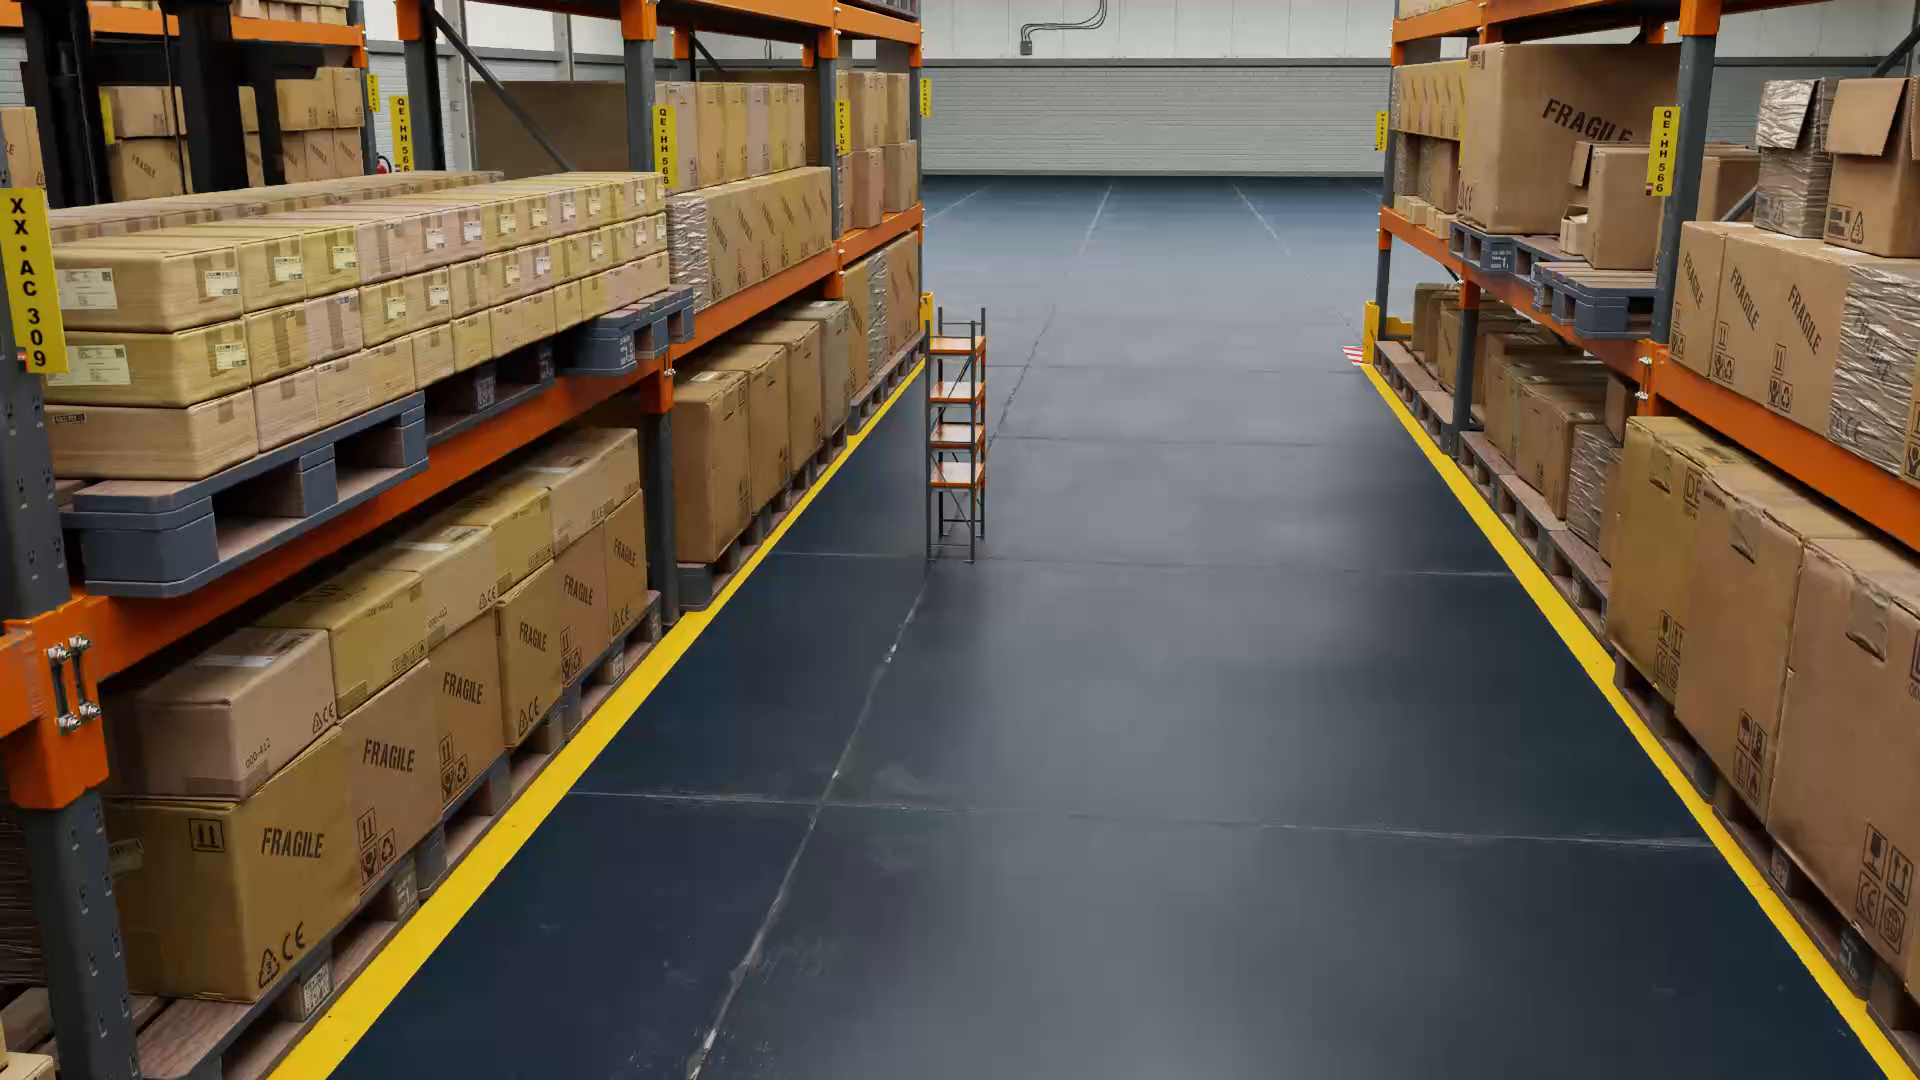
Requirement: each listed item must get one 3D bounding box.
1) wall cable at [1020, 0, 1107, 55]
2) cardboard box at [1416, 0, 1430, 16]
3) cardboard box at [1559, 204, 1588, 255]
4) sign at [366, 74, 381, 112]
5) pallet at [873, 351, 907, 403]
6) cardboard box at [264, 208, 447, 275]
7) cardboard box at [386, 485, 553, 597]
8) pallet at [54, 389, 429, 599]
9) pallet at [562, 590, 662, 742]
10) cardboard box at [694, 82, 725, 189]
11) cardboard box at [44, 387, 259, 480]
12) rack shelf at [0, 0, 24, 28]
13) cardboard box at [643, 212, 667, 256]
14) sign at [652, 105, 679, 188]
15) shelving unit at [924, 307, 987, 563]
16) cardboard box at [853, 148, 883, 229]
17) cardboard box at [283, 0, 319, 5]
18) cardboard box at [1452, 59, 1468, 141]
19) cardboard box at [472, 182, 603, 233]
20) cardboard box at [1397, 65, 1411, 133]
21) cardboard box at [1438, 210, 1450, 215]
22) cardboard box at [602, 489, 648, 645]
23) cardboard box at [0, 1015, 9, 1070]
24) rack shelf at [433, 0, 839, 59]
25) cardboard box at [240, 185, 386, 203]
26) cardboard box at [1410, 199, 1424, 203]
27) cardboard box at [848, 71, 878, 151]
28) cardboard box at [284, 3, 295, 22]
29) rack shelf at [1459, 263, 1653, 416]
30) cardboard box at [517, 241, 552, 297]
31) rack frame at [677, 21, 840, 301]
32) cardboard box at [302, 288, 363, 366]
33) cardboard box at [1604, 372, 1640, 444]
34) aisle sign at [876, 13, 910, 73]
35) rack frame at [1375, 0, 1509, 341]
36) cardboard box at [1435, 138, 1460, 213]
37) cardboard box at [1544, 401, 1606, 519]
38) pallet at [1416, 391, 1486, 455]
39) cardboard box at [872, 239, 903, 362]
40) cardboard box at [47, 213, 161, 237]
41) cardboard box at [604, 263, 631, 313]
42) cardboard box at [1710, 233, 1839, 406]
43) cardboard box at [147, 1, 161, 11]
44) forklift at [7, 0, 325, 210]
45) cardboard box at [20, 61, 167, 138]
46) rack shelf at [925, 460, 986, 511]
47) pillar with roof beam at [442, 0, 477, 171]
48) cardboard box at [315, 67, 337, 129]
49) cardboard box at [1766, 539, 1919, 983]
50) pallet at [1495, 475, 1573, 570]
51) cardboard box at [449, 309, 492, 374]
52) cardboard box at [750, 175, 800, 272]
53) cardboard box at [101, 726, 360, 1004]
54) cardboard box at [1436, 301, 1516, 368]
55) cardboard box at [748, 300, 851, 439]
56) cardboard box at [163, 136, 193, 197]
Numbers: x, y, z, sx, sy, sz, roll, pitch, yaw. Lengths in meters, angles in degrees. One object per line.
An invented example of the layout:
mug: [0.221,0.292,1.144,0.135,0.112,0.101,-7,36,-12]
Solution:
wall cable: [2.787,-16.038,44.219,2.305,6.003,0.169,2,15,6]
cardboard box: [3.655,-3.991,12.215,0.500,0.250,0.500,2,15,6]
cardboard box: [3.095,-1.498,7.910,0.396,0.266,0.258,1,15,5]
sign: [-5.220,-3.977,14.799,0.100,0.325,0.005,2,15,6]
pallet: [-0.992,-1.296,13.050,1.003,0.211,1.213,2,15,6]
cardboard box: [-1.576,-0.782,4.345,0.380,0.149,0.250,2,15,6]
cardboard box: [-1.677,-0.003,5.473,0.500,0.250,0.500,2,15,8]
pallet: [-1.962,-0.156,3.861,1.003,0.211,1.213,2,15,6]
pallet: [-1.831,0.456,6.570,1.003,0.211,1.213,2,15,6]
cardboard box: [-1.570,-2.004,8.219,0.700,0.500,0.500,1,15,5]
cardboard box: [-1.692,-0.225,3.424,0.380,0.149,0.250,1,15,4]
rack shelf: [-6.446,-2.831,9.018,1.077,0.370,4.000,2,15,6]
cardboard box: [-1.345,-1.176,6.371,0.380,0.149,0.250,2,15,7]
sign: [-1.201,-1.600,6.764,0.100,0.325,0.005,2,15,6]
shelving unit: [-0.019,-0.536,8.347,0.258,1.200,0.503,2,15,6]
cardboard box: [-1.043,-2.578,12.163,0.875,0.550,0.550,2,15,6]
cardboard box: [-5.630,-4.535,13.659,0.500,0.250,0.500,1,15,5]
cardboard box: [3.404,-2.757,10.434,0.500,0.500,0.500,2,15,6]
cardboard box: [-1.428,-1.118,5.587,0.380,0.149,0.250,2,15,8]
cardboard box: [3.682,-3.405,12.832,0.500,0.500,0.500,2,15,6]
cardboard box: [3.549,-2.223,11.619,0.380,0.149,0.250,2,15,6]
cardboard box: [-1.556,0.090,6.567,0.500,0.500,0.500,2,15,6]
cardboard box: [-1.974,0.931,2.989,0.380,0.149,0.250,2,15,8]
rack shelf: [-1.516,-2.712,8.576,1.077,0.370,4.000,2,15,6]
cardboard box: [-2.105,-1.075,5.427,0.380,0.149,0.250,2,15,9]
cardboard box: [3.676,-2.548,12.820,0.380,0.149,0.250,2,15,6]
cardboard box: [-1.070,-3.100,12.025,0.875,0.550,0.550,2,15,6]
cardboard box: [-5.685,-4.316,13.610,0.380,0.149,0.250,2,15,7]
rack shelf: [3.401,-1.092,8.330,1.077,0.370,4.000,2,15,6]
cardboard box: [-1.488,-0.841,5.134,0.380,0.149,0.250,2,15,8]
rack frame: [-1.290,-2.130,10.792,1.000,3.000,0.127,2,15,6]
cardboard box: [-1.636,-0.503,3.882,0.380,0.149,0.250,2,15,8]
cardboard box: [3.271,-0.600,7.645,0.500,0.250,0.500,3,16,13]
aisle sign: [-0.533,-4.432,14.325,0.394,0.787,0.004,2,15,6]
rack frame: [4.078,-2.995,13.991,1.000,3.000,0.127,2,15,6]
cardboard box: [3.787,-2.526,11.494,0.875,0.500,0.500,2,15,6]
cardboard box: [3.338,-0.392,8.310,0.700,0.500,0.500,3,15,11]
pallet: [3.667,-0.787,11.167,1.003,0.211,1.213,2,15,6]
cardboard box: [-0.947,-1.938,13.349,0.875,0.875,0.875,1,15,5]
cardboard box: [-2.252,-0.738,4.183,0.380,0.149,0.250,2,15,6]
cardboard box: [-1.399,-0.901,5.925,0.380,0.149,0.250,2,15,7]
cardboard box: [2.794,-0.716,5.374,0.500,0.500,0.500,1,15,5]
cardboard box: [-5.870,-3.847,11.878,0.380,0.149,0.250,2,15,8]
forklift: [-3.953,-1.540,8.744,1.130,2.935,3.031,1,15,2]
cardboard box: [-5.955,-3.032,11.450,0.700,0.500,0.500,2,15,6]
rack shelf: [-0.019,-0.280,8.416,0.258,0.148,0.480,2,15,6]
pillar with roof beam: [-5.367,-10.716,31.051,9.100,9.000,0.400,2,15,6]
cardboard box: [-5.674,-3.691,13.890,0.700,0.500,0.500,2,15,7]
cardboard box: [2.876,0.542,4.177,1.225,0.875,0.875,1,15,4]
pallet: [3.405,-0.092,8.598,1.003,0.211,1.213,2,15,6]
cardboard box: [-1.550,-0.564,4.677,0.380,0.149,0.250,1,15,5]
cardboard box: [-1.198,-1.773,9.280,0.500,0.500,0.500,2,15,7]
cardboard box: [-1.846,0.765,4.070,0.500,0.500,0.500,2,15,8]
cardboard box: [3.868,-1.512,12.490,0.500,0.500,0.500,3,15,11]
cardboard box: [-1.271,-1.083,10.426,1.050,0.750,0.750,2,15,6]
cardboard box: [-5.860,-2.678,12.058,0.500,0.500,0.500,2,15,6]
